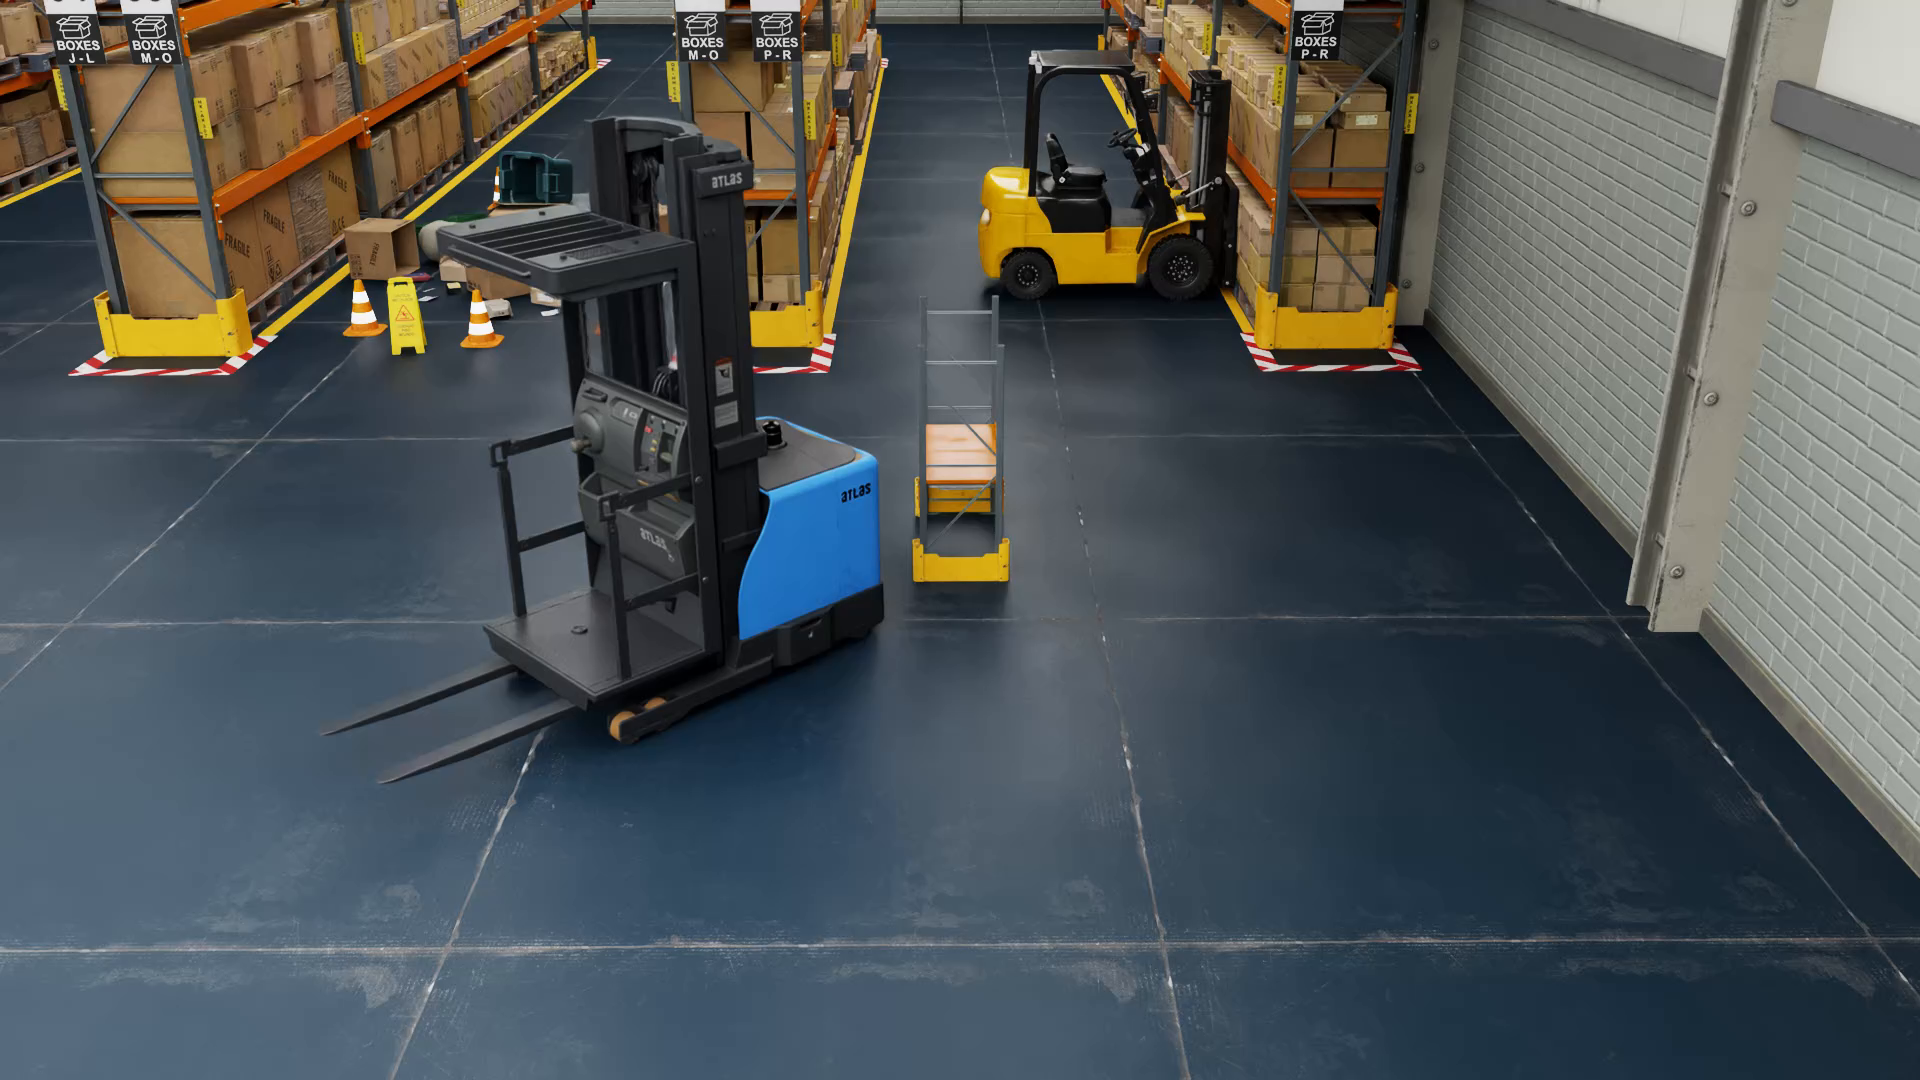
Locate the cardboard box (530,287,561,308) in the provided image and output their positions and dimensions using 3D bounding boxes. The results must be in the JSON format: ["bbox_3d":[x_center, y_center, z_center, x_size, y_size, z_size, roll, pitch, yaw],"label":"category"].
[{"bbox_3d":[-3.822,-2.310,15.677,0.380,0.149,0.250,13,27,27],"label":"cardboard box"}]

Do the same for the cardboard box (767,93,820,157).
[{"bbox_3d":[-1.525,-3.669,14.740,0.500,0.500,0.500,0,24,1],"label":"cardboard box"}]

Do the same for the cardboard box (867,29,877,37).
[{"bbox_3d":[-1.855,-8.424,28.334,0.875,0.438,0.875,-1,24,-2],"label":"cardboard box"}]

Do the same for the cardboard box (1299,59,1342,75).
[{"bbox_3d":[3.391,-4.464,15.711,0.380,0.149,0.250,0,24,1],"label":"cardboard box"}]

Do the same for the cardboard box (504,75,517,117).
[{"bbox_3d":[-6.601,-6.285,23.530,0.500,0.500,0.500,-1,24,-2],"label":"cardboard box"}]

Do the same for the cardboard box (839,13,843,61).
[{"bbox_3d":[-1.556,-5.500,18.278,0.500,0.500,0.500,0,24,0],"label":"cardboard box"}]

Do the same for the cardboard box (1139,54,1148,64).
[{"bbox_3d":[2.863,-7.132,24.615,0.380,0.149,0.250,-1,24,-2],"label":"cardboard box"}]

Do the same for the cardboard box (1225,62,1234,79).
[{"bbox_3d":[2.836,-4.643,16.467,0.380,0.149,0.250,0,24,1],"label":"cardboard box"}]

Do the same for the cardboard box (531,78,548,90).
[{"bbox_3d":[-6.550,-7.003,25.543,0.380,0.149,0.250,-1,24,-3],"label":"cardboard box"}]

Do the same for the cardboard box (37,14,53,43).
[{"bbox_3d":[-11.518,-6.577,21.531,0.500,0.500,0.500,0,24,1],"label":"cardboard box"}]

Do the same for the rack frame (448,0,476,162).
[{"bbox_3d":[-6.824,-6.311,21.063,1.000,3.000,0.127,0,24,-1],"label":"rack frame"}]

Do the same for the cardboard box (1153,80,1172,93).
[{"bbox_3d":[2.795,-6.061,22.248,0.380,0.149,0.250,-1,24,-3],"label":"cardboard box"}]

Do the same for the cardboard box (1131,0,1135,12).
[{"bbox_3d":[2.832,-7.870,23.880,0.700,0.500,0.500,0,24,0],"label":"cardboard box"}]

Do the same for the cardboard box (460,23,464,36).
[{"bbox_3d":[-6.627,-6.573,21.438,0.380,0.149,0.250,-1,24,-1],"label":"cardboard box"}]

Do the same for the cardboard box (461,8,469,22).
[{"bbox_3d":[-6.634,-6.835,21.657,0.380,0.149,0.250,1,24,2],"label":"cardboard box"}]

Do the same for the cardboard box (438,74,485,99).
[{"bbox_3d":[-6.589,-5.990,21.968,0.500,0.250,0.500,-1,24,-3],"label":"cardboard box"}]

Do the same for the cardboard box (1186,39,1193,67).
[{"bbox_3d":[2.858,-5.533,18.920,0.500,0.250,0.500,0,24,0],"label":"cardboard box"}]

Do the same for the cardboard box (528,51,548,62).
[{"bbox_3d":[-6.686,-7.590,26.121,0.380,0.149,0.250,-1,24,-2],"label":"cardboard box"}]

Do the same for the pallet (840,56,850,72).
[{"bbox_3d":[-1.813,-5.472,19.441,1.003,0.211,1.213,0,24,-1],"label":"pallet"}]

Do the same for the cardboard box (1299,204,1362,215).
[{"bbox_3d":[3.350,-2.901,15.138,0.500,0.250,0.500,0,24,0],"label":"cardboard box"}]

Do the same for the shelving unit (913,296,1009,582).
[{"bbox_3d":[0.001,-0.652,10.371,0.587,1.500,1.083,0,24,-1],"label":"shelving unit"}]

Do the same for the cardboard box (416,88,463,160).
[{"bbox_3d":[-6.907,-5.226,20.885,1.050,0.750,0.750,-1,24,-1],"label":"cardboard box"}]

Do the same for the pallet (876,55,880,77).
[{"bbox_3d":[-1.876,-8.071,28.340,1.003,0.211,1.213,0,24,-1],"label":"pallet"}]

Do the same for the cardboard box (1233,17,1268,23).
[{"bbox_3d":[3.434,-6.081,19.646,0.380,0.149,0.250,-1,24,-1],"label":"cardboard box"}]

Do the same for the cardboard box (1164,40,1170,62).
[{"bbox_3d":[2.849,-6.146,20.881,0.500,0.250,0.500,0,24,0],"label":"cardboard box"}]

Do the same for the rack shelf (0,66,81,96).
[{"bbox_3d":[-11.763,-5.178,19.432,1.077,0.370,4.000,0,24,-1],"label":"rack shelf"}]

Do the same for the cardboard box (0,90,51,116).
[{"bbox_3d":[-11.747,-5.457,20.766,0.500,0.250,0.500,1,24,2],"label":"cardboard box"}]

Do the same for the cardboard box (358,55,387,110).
[{"bbox_3d":[-6.517,-4.926,17.880,0.500,0.500,0.500,0,24,0],"label":"cardboard box"}]

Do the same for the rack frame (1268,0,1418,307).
[{"bbox_3d":[3.175,-3.102,13.968,1.000,3.000,0.127,0,24,-1],"label":"rack frame"}]

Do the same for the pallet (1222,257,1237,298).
[{"bbox_3d":[3.115,-2.648,16.348,1.003,0.211,1.213,0,24,-1],"label":"pallet"}]

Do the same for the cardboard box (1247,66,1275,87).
[{"bbox_3d":[2.847,-4.251,15.239,0.380,0.149,0.250,0,24,0],"label":"cardboard box"}]

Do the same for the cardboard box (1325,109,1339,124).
[{"bbox_3d":[3.365,-3.685,14.350,0.380,0.149,0.250,0,24,-1],"label":"cardboard box"}]

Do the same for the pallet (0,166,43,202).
[{"bbox_3d":[-11.767,-4.236,19.860,1.003,0.211,1.213,0,24,-1],"label":"pallet"}]

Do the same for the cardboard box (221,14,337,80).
[{"bbox_3d":[-6.688,-4.844,16.329,0.875,0.550,0.550,0,24,-1],"label":"cardboard box"}]

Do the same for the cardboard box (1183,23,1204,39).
[{"bbox_3d":[2.782,-5.866,19.172,0.380,0.149,0.250,-1,24,-2],"label":"cardboard box"}]

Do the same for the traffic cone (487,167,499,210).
[{"bbox_3d":[-5.285,-4.066,19.178,0.336,0.463,0.334,0,24,-1],"label":"traffic cone"}]

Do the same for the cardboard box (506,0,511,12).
[{"bbox_3d":[-6.661,-7.663,23.849,0.380,0.149,0.250,0,24,-1],"label":"cardboard box"}]

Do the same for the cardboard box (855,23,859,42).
[{"bbox_3d":[-1.652,-6.937,22.629,0.500,0.250,0.500,1,24,1],"label":"cardboard box"}]

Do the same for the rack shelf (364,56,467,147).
[{"bbox_3d":[-6.802,-5.159,19.389,1.077,0.370,4.000,0,24,-1],"label":"rack shelf"}]

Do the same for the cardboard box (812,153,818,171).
[{"bbox_3d":[-1.480,-3.423,14.983,0.380,0.149,0.250,0,24,0],"label":"cardboard box"}]

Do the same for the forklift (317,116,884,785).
[{"bbox_3d":[-1.840,-0.537,8.380,3.031,2.935,1.130,-22,32,-40],"label":"forklift"}]

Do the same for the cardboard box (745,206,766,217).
[{"bbox_3d":[-2.067,-2.902,15.444,0.500,0.500,0.500,1,24,1],"label":"cardboard box"}]

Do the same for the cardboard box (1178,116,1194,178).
[{"bbox_3d":[3.104,-4.704,19.883,0.875,0.625,0.625,-1,24,-3],"label":"cardboard box"}]

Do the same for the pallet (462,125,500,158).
[{"bbox_3d":[-6.831,-5.362,22.350,1.003,0.211,1.213,0,24,-1],"label":"pallet"}]

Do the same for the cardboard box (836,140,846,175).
[{"bbox_3d":[-1.860,-4.519,19.781,0.950,0.372,0.625,1,24,1],"label":"cardboard box"}]

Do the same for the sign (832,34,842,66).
[{"bbox_3d":[-1.289,-5.126,17.394,0.100,0.325,0.005,0,24,-1],"label":"sign"}]

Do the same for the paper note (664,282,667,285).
[{"bbox_3d":[-2.944,-2.507,16.257,0.142,0.019,0.148,-9,26,-19],"label":"paper note"}]

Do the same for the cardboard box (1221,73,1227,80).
[{"bbox_3d":[2.898,-4.397,16.711,0.500,0.500,0.500,0,24,0],"label":"cardboard box"}]

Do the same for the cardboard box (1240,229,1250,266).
[{"bbox_3d":[2.863,-2.674,15.243,0.500,0.250,0.500,0,24,-1],"label":"cardboard box"}]

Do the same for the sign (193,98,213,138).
[{"bbox_3d":[-6.182,-3.445,13.580,0.100,0.325,0.005,0,24,-1],"label":"sign"}]
